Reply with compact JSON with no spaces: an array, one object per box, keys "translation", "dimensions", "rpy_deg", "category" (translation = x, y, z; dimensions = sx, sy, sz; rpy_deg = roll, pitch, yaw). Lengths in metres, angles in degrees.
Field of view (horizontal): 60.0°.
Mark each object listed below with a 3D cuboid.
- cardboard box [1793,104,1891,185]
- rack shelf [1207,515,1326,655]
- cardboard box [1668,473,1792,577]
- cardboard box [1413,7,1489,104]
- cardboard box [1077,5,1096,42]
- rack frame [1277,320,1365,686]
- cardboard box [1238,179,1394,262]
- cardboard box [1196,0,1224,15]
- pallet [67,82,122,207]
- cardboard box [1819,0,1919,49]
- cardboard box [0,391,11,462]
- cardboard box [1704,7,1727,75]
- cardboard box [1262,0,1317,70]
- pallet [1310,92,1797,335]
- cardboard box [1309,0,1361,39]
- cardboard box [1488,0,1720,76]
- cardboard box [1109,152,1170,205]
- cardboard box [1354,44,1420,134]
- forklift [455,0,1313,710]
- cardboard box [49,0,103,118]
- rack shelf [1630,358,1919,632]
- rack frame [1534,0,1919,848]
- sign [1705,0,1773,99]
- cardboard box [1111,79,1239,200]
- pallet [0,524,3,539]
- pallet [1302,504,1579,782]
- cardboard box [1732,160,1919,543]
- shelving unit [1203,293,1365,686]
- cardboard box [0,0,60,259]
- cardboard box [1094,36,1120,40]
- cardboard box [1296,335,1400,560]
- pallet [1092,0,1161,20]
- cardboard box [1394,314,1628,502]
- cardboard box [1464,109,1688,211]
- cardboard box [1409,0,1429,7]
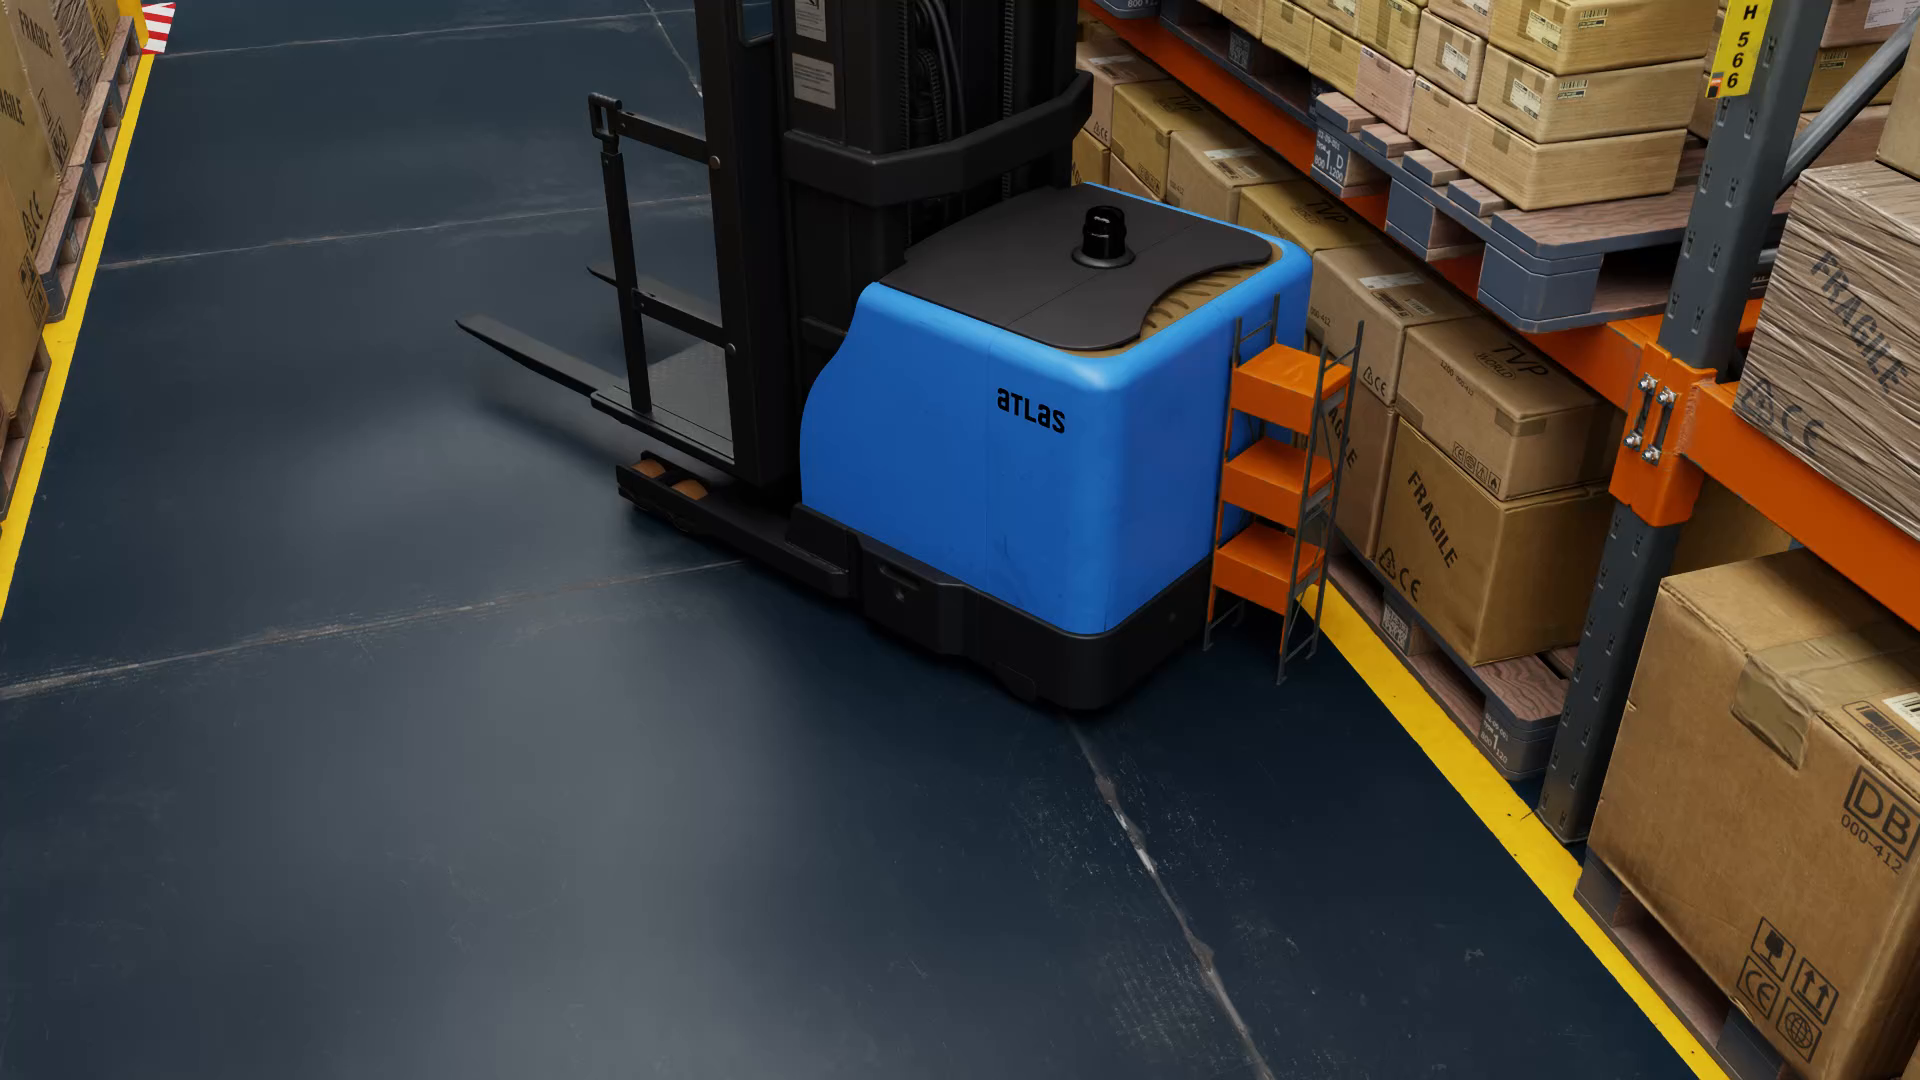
[{"translation":[2.001,-0.949,3.812],"dimensions":[0.380,0.149,0.250],"rpy_deg":[-10,35,-15],"category":"cardboard box"},{"translation":[0.857,0.123,4.634],"dimensions":[0.240,0.259,0.215],"rpy_deg":[25,41,33],"category":"rack shelf"},{"translation":[1.972,-0.156,4.652],"dimensions":[0.500,0.500,0.500],"rpy_deg":[-11,35,-17],"category":"cardboard box"},{"translation":[1.278,-1.127,3.811],"dimensions":[0.380,0.149,0.250],"rpy_deg":[-9,34,-13],"category":"cardboard box"},{"translation":[0.665,-2.438,7.885],"dimensions":[0.380,0.149,0.250],"rpy_deg":[-10,35,-15],"category":"cardboard box"},{"translation":[0.950,-0.074,4.409],"dimensions":[0.008,1.050,0.200],"rpy_deg":[25,41,33],"category":"rack frame"},{"translation":[1.182,-0.902,5.101],"dimensions":[0.500,0.250,0.500],"rpy_deg":[-9,35,-14],"category":"cardboard box"},{"translation":[0.884,-1.678,4.916],"dimensions":[0.380,0.149,0.250],"rpy_deg":[-12,35,-17],"category":"cardboard box"},{"translation":[-4.563,-1.819,7.812],"dimensions":[1.003,0.211,1.213],"rpy_deg":[-10,35,-15],"category":"pallet"},{"translation":[1.987,-1.206,3.661],"dimensions":[0.380,0.149,0.250],"rpy_deg":[-10,35,-15],"category":"cardboard box"},{"translation":[-3.542,-0.416,4.704],"dimensions":[1.225,0.875,0.875],"rpy_deg":[-11,35,-16],"category":"cardboard box"},{"translation":[1.904,-1.234,3.973],"dimensions":[0.380,0.149,0.250],"rpy_deg":[-8,34,-12],"category":"cardboard box"},{"translation":[1.048,-1.400,4.494],"dimensions":[0.380,0.149,0.250],"rpy_deg":[-12,35,-17],"category":"cardboard box"},{"translation":[1.626,-0.886,4.043],"dimensions":[1.213,0.211,1.003],"rpy_deg":[-10,35,-15],"category":"pallet"},{"translation":[1.119,-1.396,4.218],"dimensions":[0.380,0.149,0.250],"rpy_deg":[-10,35,-15],"category":"cardboard box"},{"translation":[1.359,-1.108,3.514],"dimensions":[0.380,0.149,0.250],"rpy_deg":[-11,35,-17],"category":"cardboard box"},{"translation":[0.861,-1.132,6.128],"dimensions":[0.500,0.500,0.500],"rpy_deg":[-8,34,-13],"category":"cardboard box"},{"translation":[1.204,-1.127,4.082],"dimensions":[0.380,0.149,0.250],"rpy_deg":[-9,35,-14],"category":"cardboard box"},{"translation":[-0.475,-1.445,4.778],"dimensions":[3.031,2.935,1.130],"rpy_deg":[25,41,33],"category":"forklift"},{"translation":[-4.701,-2.517,7.885],"dimensions":[0.875,0.875,0.875],"rpy_deg":[-10,35,-15],"category":"cardboard box"},{"translation":[2.555,0.741,2.061],"dimensions":[1.077,0.370,4.000],"rpy_deg":[-10,35,-15],"category":"rack shelf"},{"translation":[1.945,-0.609,3.451],"dimensions":[1.000,3.000,0.127],"rpy_deg":[-10,35,-15],"category":"rack frame"},{"translation":[1.431,-0.963,3.008],"dimensions":[0.100,0.325,0.005],"rpy_deg":[-10,35,-15],"category":"sign"},{"translation":[0.864,-1.443,5.919],"dimensions":[0.500,0.250,0.500],"rpy_deg":[-9,35,-13],"category":"cardboard box"},{"translation":[-3.347,0.269,4.651],"dimensions":[1.003,0.211,1.213],"rpy_deg":[-10,35,-15],"category":"pallet"},{"translation":[1.708,0.143,4.841],"dimensions":[1.003,0.211,1.213],"rpy_deg":[-10,35,-15],"category":"pallet"},{"translation":[1.825,-0.370,2.998],"dimensions":[0.500,0.500,0.500],"rpy_deg":[-10,35,-14],"category":"cardboard box"},{"translation":[0.857,-0.117,4.475],"dimensions":[0.252,1.050,0.215],"rpy_deg":[25,41,33],"category":"shelving unit"},{"translation":[-4.155,-1.577,6.462],"dimensions":[0.875,0.875,0.875],"rpy_deg":[-10,35,-15],"category":"cardboard box"},{"translation":[0.817,-2.159,7.462],"dimensions":[0.380,0.149,0.250],"rpy_deg":[-9,34,-13],"category":"cardboard box"},{"translation":[1.341,-0.316,4.895],"dimensions":[0.500,0.500,0.500],"rpy_deg":[-9,34,-13],"category":"cardboard box"},{"translation":[0.819,-2.204,6.038],"dimensions":[1.003,0.211,1.213],"rpy_deg":[-10,35,-15],"category":"pallet"},{"translation":[1.487,-0.370,4.295],"dimensions":[0.500,0.250,0.500],"rpy_deg":[-11,35,-16],"category":"cardboard box"},{"translation":[1.357,-0.862,3.680],"dimensions":[0.380,0.149,0.250],"rpy_deg":[-9,35,-14],"category":"cardboard box"},{"translation":[1.205,-1.378,3.922],"dimensions":[0.380,0.149,0.250],"rpy_deg":[-9,35,-13],"category":"cardboard box"}]
